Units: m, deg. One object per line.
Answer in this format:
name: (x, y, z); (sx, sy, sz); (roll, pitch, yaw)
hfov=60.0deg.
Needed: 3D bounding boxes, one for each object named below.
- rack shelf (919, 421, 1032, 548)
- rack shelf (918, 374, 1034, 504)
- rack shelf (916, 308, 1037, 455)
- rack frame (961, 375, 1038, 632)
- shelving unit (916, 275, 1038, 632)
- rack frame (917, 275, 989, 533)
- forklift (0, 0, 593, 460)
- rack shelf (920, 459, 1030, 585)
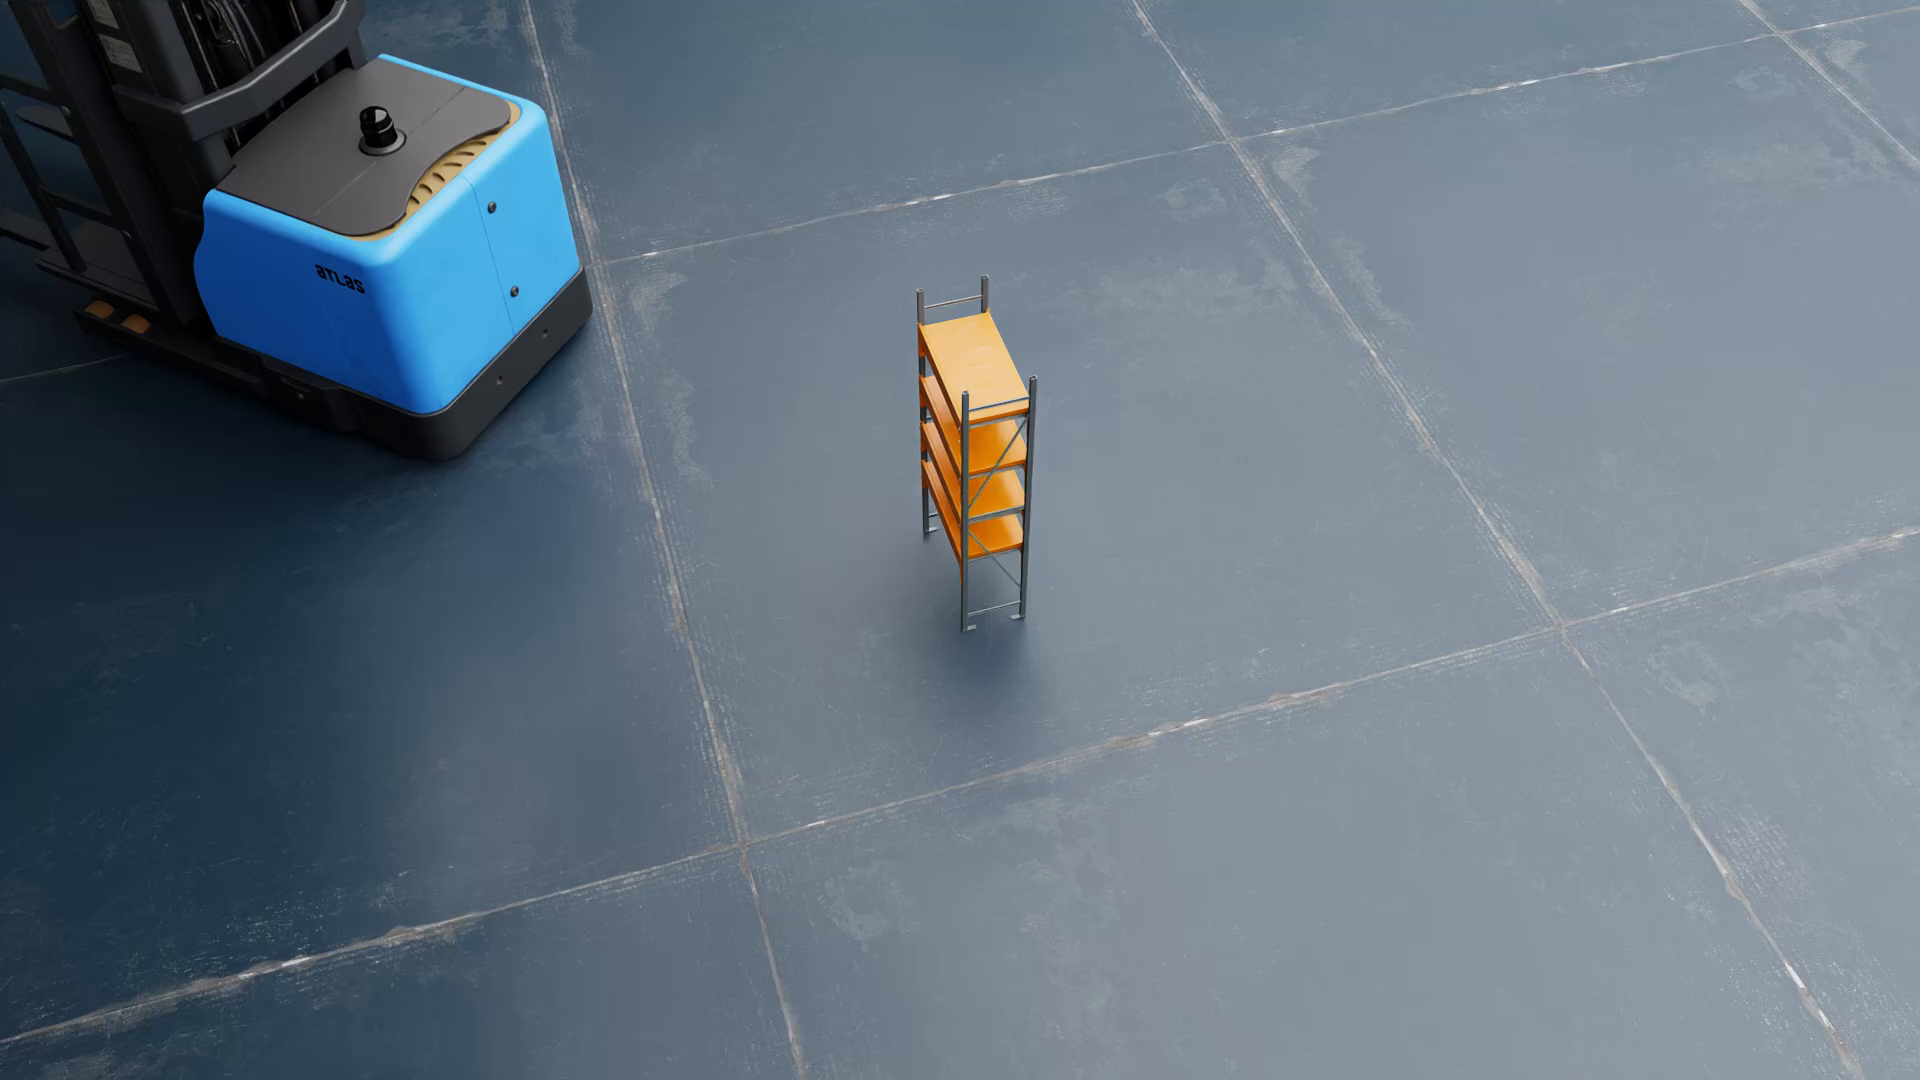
rack shelf: (0.049, -0.222, 5.741); (0.258, 0.148, 0.480); (-13, 51, -11)
rack shelf: (0.049, -0.367, 5.570); (0.258, 0.148, 0.480); (-13, 51, -11)
rack shelf: (0.049, -0.519, 5.389); (0.258, 0.148, 0.480); (-13, 51, -11)
rack frame: (0.121, -0.088, 5.539); (0.240, 1.200, 0.015); (-13, 51, -11)
shelving unit: (0.049, -0.266, 5.689); (0.258, 1.200, 0.503); (-13, 51, -11)
rack frame: (-0.023, -0.444, 5.840); (0.240, 1.200, 0.015); (-13, 51, -11)
forklift: (-3.091, -2.053, 6.063); (3.031, 2.935, 1.130); (21, 53, 17)
rack shelf: (0.049, -0.094, 5.893); (0.258, 0.148, 0.480); (-13, 51, -11)
